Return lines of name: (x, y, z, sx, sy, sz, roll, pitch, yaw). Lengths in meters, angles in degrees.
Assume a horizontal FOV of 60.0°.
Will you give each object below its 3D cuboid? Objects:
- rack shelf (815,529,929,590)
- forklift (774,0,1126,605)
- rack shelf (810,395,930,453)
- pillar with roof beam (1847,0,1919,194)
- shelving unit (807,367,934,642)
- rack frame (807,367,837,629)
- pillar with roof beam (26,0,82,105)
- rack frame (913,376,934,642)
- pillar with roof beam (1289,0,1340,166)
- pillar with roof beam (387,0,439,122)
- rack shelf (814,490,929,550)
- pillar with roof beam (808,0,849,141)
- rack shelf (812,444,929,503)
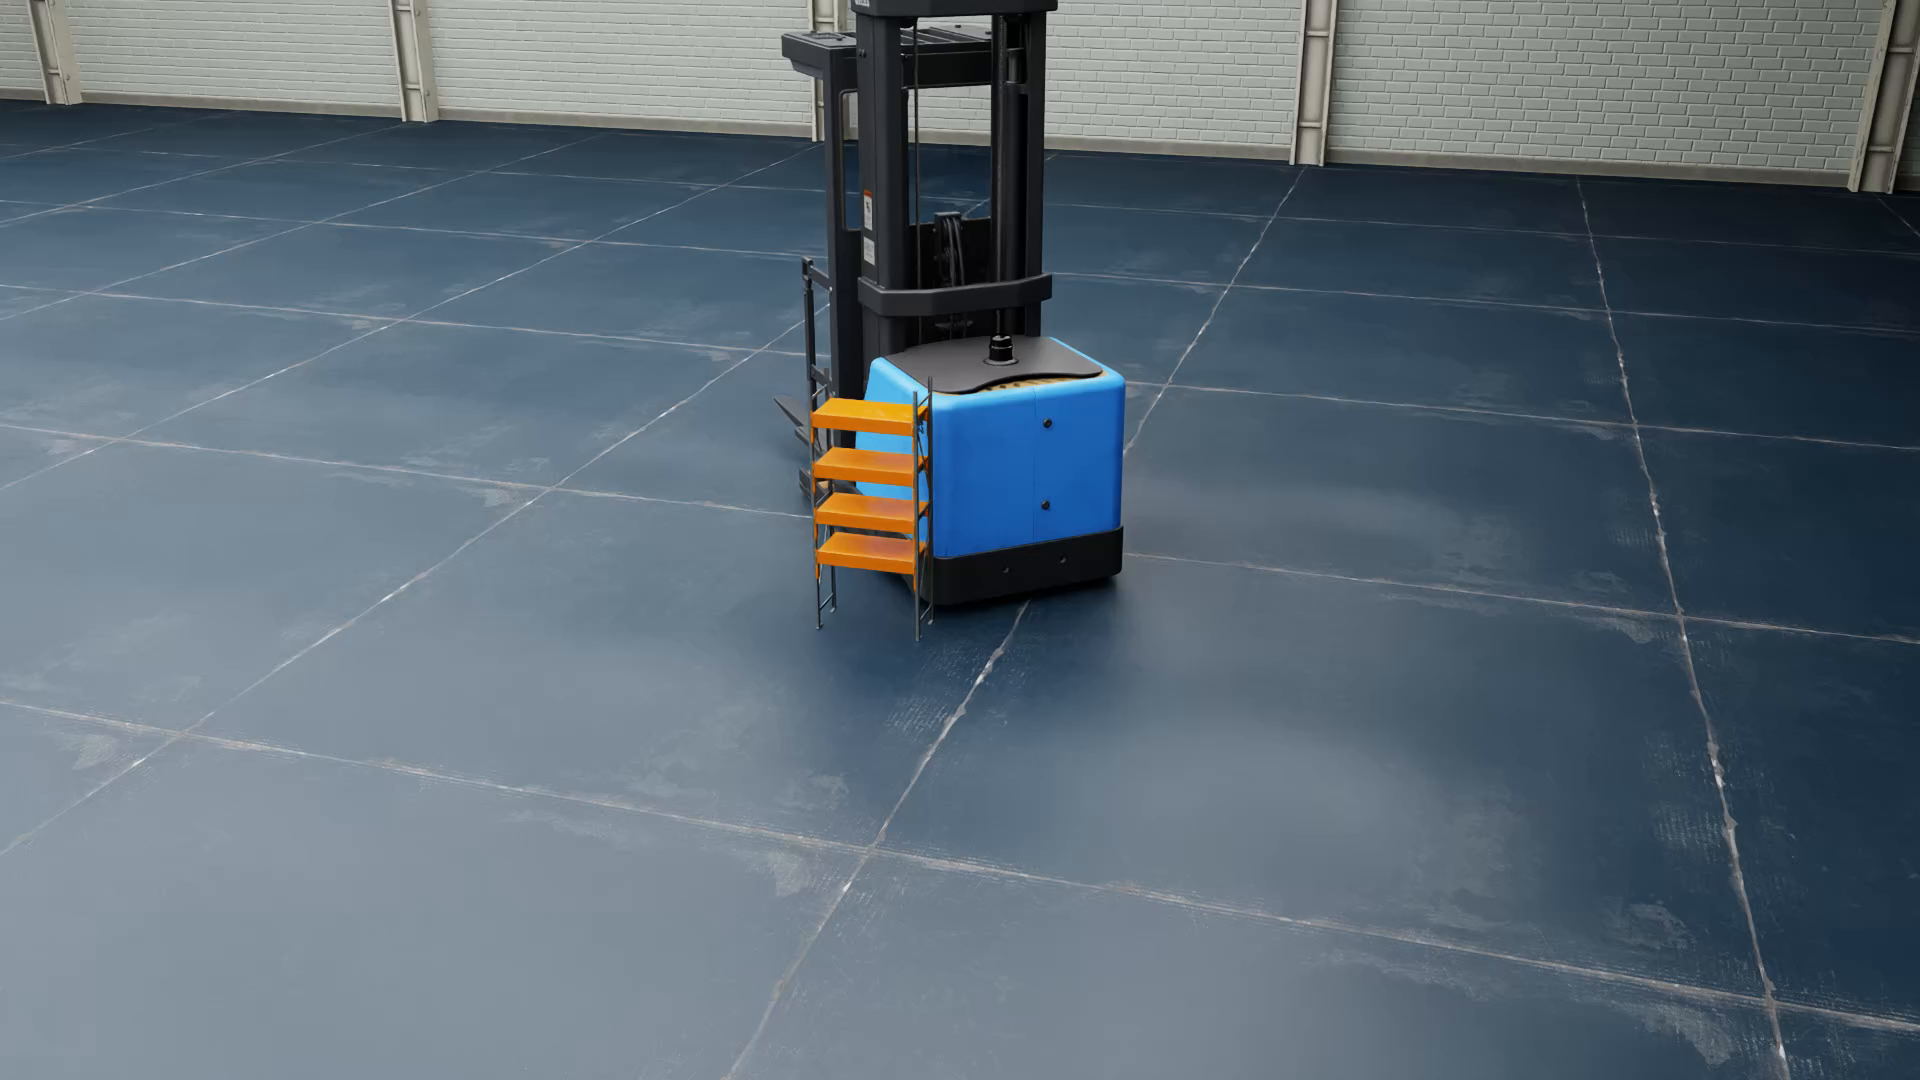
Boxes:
rack shelf: (-0.397, 0.089, 7.672, 0.480, 0.148, 0.258, 6, 23, 15)
forklift: (-0.251, -1.575, 8.747, 1.130, 2.935, 3.031, -9, 24, -22)
rack shelf: (-0.398, -0.520, 7.421, 0.480, 0.148, 0.258, 6, 23, 15)
pillar with roof beam: (8.601, -6.384, 12.475, 0.400, 9.000, 9.100, 7, 23, 16)
shelving unit: (-0.397, -0.157, 7.570, 0.503, 1.200, 0.258, 6, 23, 15)
rack frame: (-0.632, -0.182, 7.633, 0.015, 1.200, 0.240, 6, 23, 15)
pillar with roof beam: (-14.376, -9.015, 18.889, 0.400, 9.000, 9.100, 7, 23, 16)
rack frame: (-0.163, -0.131, 7.508, 0.015, 1.200, 0.240, 6, 23, 15)
pillar with roof beam: (2.856, -7.042, 14.079, 0.400, 9.000, 9.100, 7, 23, 16)
pillar with roof beam: (-8.632, -8.357, 17.286, 0.400, 9.000, 9.100, 7, 23, 16)
rack shelf: (-0.397, -0.095, 7.596, 0.480, 0.148, 0.258, 6, 23, 15)
pillar with roof beam: (-2.888, -7.699, 15.682, 0.400, 9.000, 9.100, 7, 23, 16)
rack shelf: (-0.397, -0.301, 7.511, 0.480, 0.148, 0.258, 6, 23, 15)
